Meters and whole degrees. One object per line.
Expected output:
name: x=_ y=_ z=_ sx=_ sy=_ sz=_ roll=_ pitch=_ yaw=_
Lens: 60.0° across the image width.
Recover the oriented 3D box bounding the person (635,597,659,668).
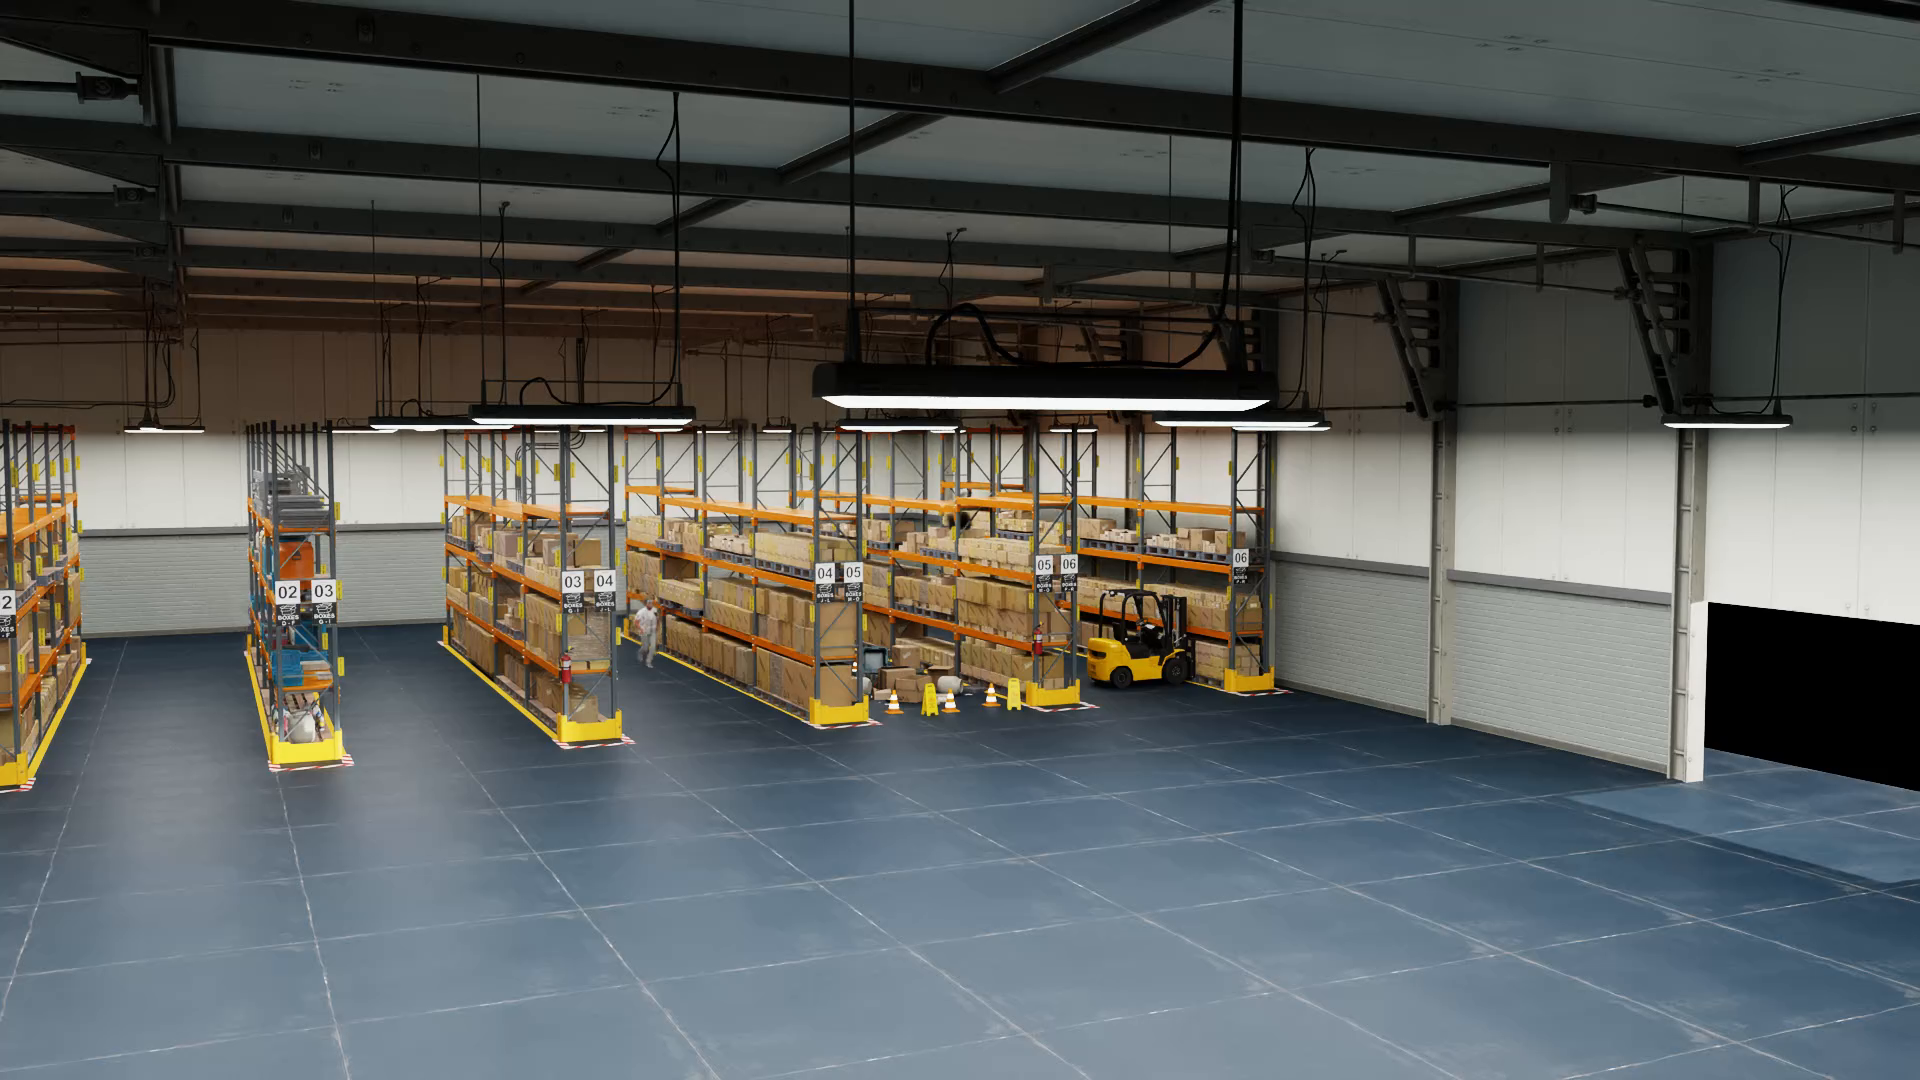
person: x=-7.771 y=2.287 z=41.371 sx=0.669 sy=1.736 sz=0.681 roll=-3 pitch=4 yaw=-35

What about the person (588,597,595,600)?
person: x=-10.483 y=1.909 z=47.460 sx=0.676 sy=1.728 sz=0.906 roll=-1 pitch=4 yaw=-10
